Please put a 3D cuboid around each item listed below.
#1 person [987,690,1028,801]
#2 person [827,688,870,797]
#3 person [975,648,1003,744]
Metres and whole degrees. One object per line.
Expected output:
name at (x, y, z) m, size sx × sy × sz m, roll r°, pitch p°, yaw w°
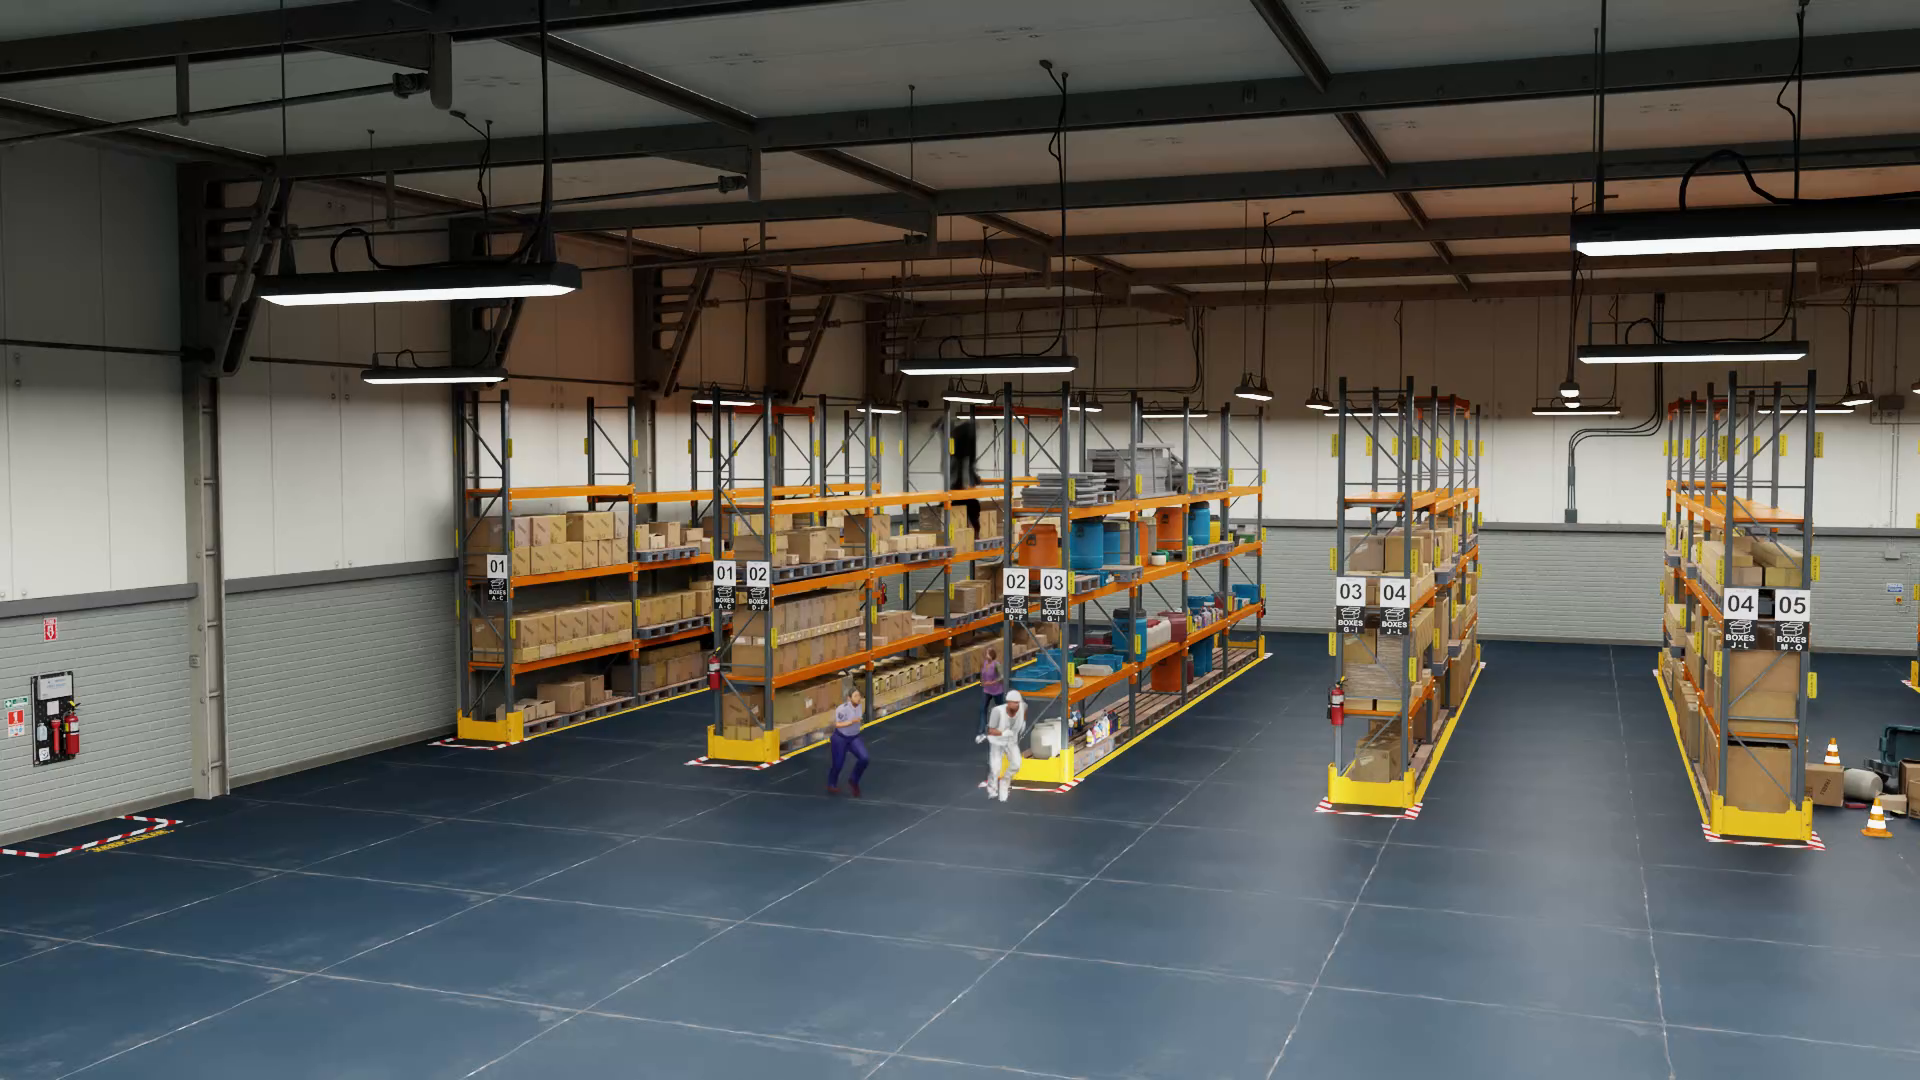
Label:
person at (0.680, 2.890, 23.435) m, size 0.715 × 1.621 × 0.928 m, roll -1°, pitch 3°, yaw -25°
person at (-1.613, 2.883, 23.773) m, size 0.585 × 1.592 × 0.868 m, roll -2°, pitch 4°, yaw -38°
person at (0.599, 2.656, 28.551) m, size 0.495 × 1.594 × 1.016 m, roll 2°, pitch 4°, yaw 32°
